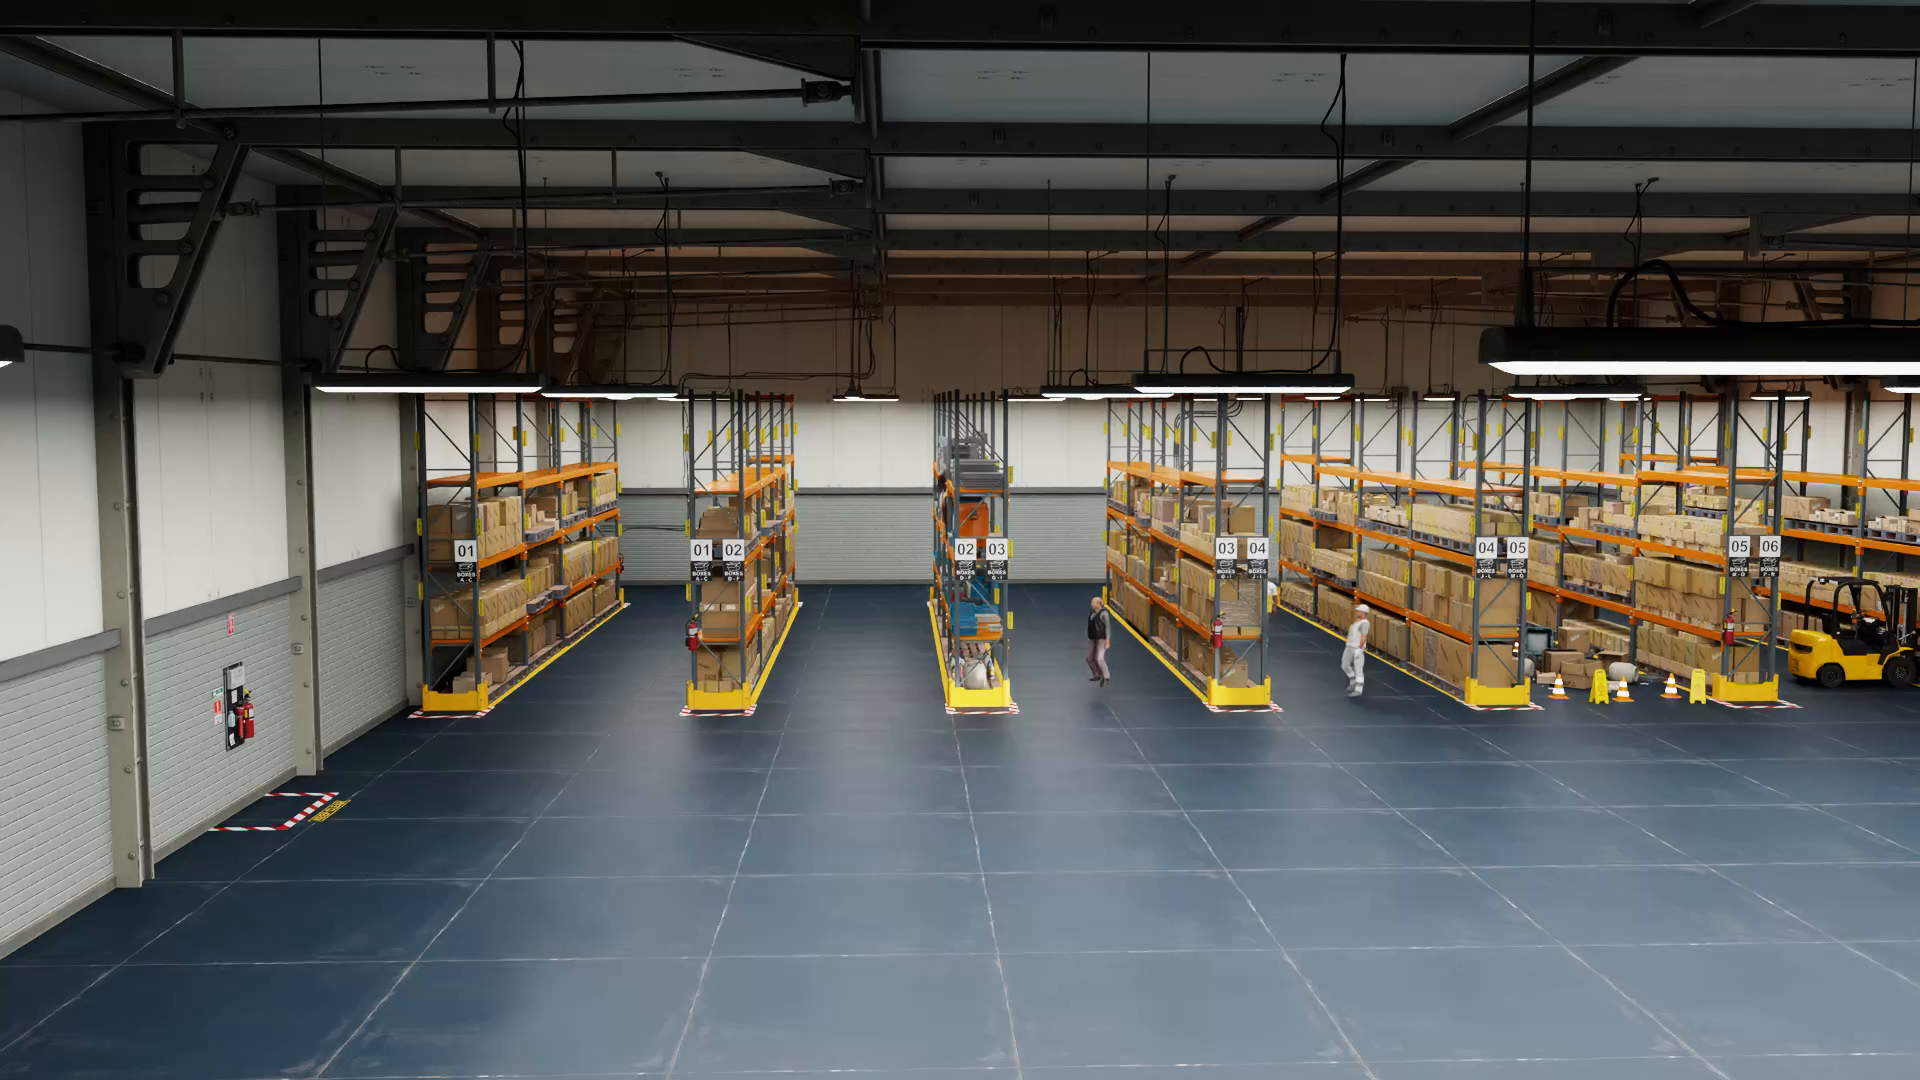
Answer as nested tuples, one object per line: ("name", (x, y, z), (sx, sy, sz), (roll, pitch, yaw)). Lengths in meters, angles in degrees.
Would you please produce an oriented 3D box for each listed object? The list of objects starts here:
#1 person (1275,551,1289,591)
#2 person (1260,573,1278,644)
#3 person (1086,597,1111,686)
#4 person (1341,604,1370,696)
("person", (9.616, 0.844, 49.413), (0.520, 1.669, 0.456), (-3, 6, -37))
("person", (7.337, 1.605, 39.965), (0.505, 1.732, 0.975), (-1, 5, -13))
("person", (2.681, 1.992, 32.668), (0.435, 1.700, 0.588), (-4, 6, -37))
("person", (7.795, 2.155, 32.785), (0.539, 1.780, 0.621), (-3, 5, -30))
